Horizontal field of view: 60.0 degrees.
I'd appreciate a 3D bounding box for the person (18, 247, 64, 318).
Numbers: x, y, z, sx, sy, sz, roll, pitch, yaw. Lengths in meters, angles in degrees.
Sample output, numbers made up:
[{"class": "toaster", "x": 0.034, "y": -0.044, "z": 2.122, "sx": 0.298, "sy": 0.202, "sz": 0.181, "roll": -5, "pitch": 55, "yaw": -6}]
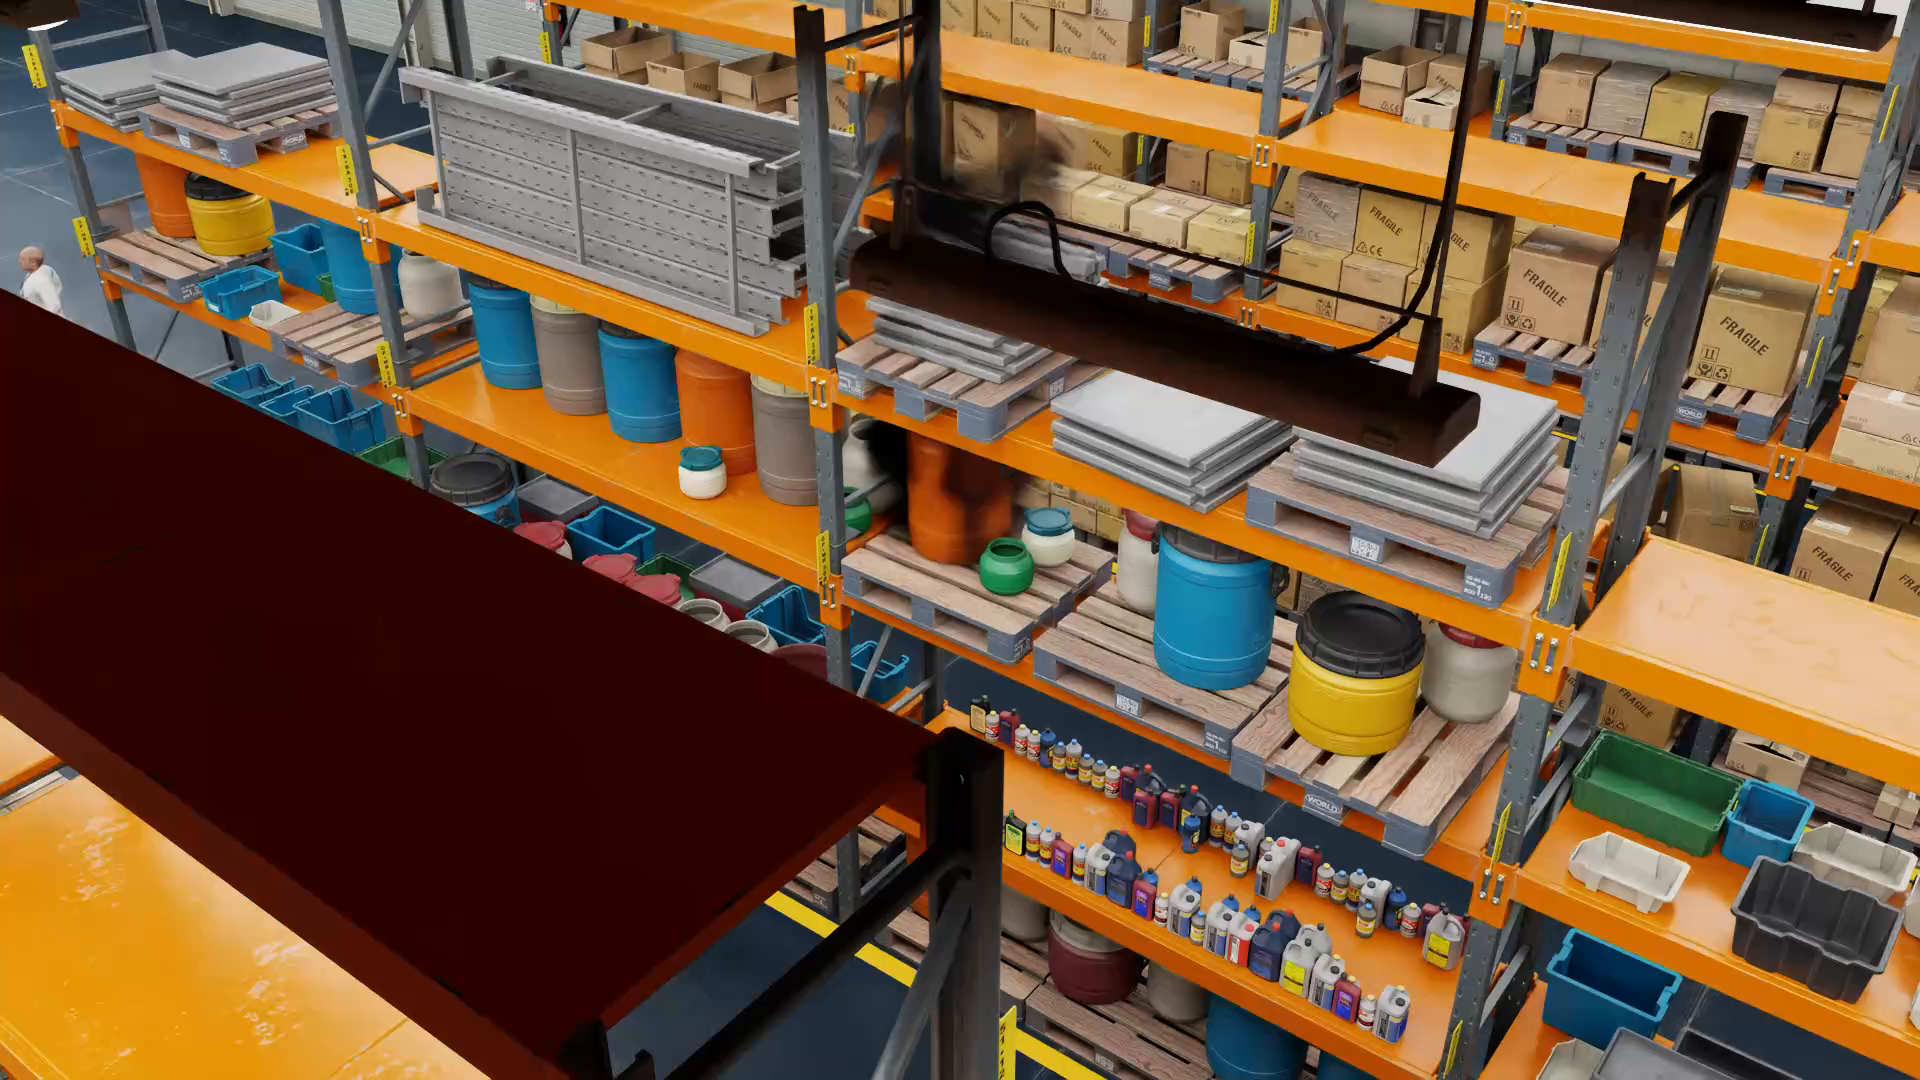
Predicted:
[{"class": "person", "x": -9.342, "y": -2.200, "z": 17.198, "sx": 0.833, "sy": 1.755, "sz": 0.739, "roll": -14, "pitch": 34, "yaw": -22}]
